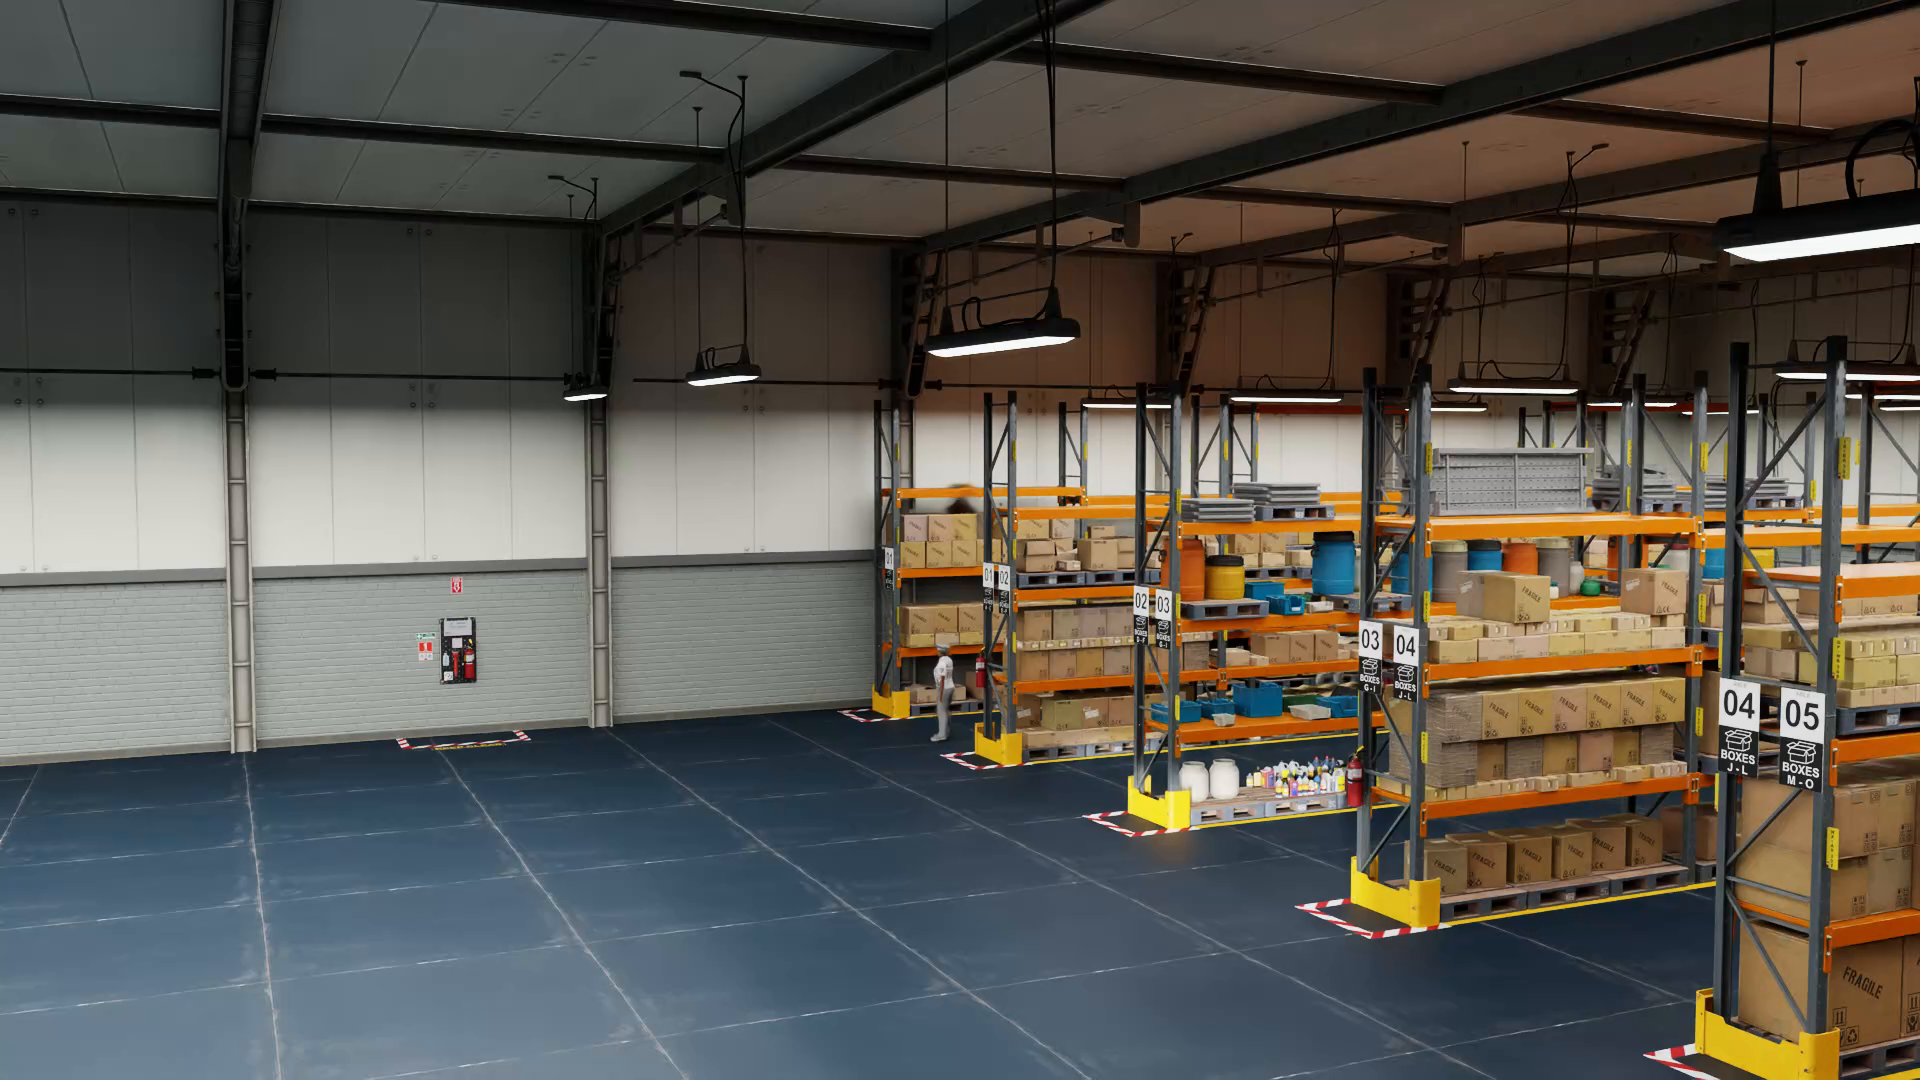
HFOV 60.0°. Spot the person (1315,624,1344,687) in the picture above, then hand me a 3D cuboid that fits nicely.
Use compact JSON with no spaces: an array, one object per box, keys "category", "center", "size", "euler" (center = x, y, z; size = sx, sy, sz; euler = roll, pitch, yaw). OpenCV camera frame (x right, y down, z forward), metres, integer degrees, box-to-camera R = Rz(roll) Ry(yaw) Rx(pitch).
[{"category":"person","center":[7.237,2.442,32.391],"size":[0.877,1.813,0.610],"euler":[-1,4,-24]}]

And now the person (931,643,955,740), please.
[{"category":"person","center":[-0.295,2.639,28.993],"size":[0.390,1.673,0.501],"euler":[1,3,15]}]
